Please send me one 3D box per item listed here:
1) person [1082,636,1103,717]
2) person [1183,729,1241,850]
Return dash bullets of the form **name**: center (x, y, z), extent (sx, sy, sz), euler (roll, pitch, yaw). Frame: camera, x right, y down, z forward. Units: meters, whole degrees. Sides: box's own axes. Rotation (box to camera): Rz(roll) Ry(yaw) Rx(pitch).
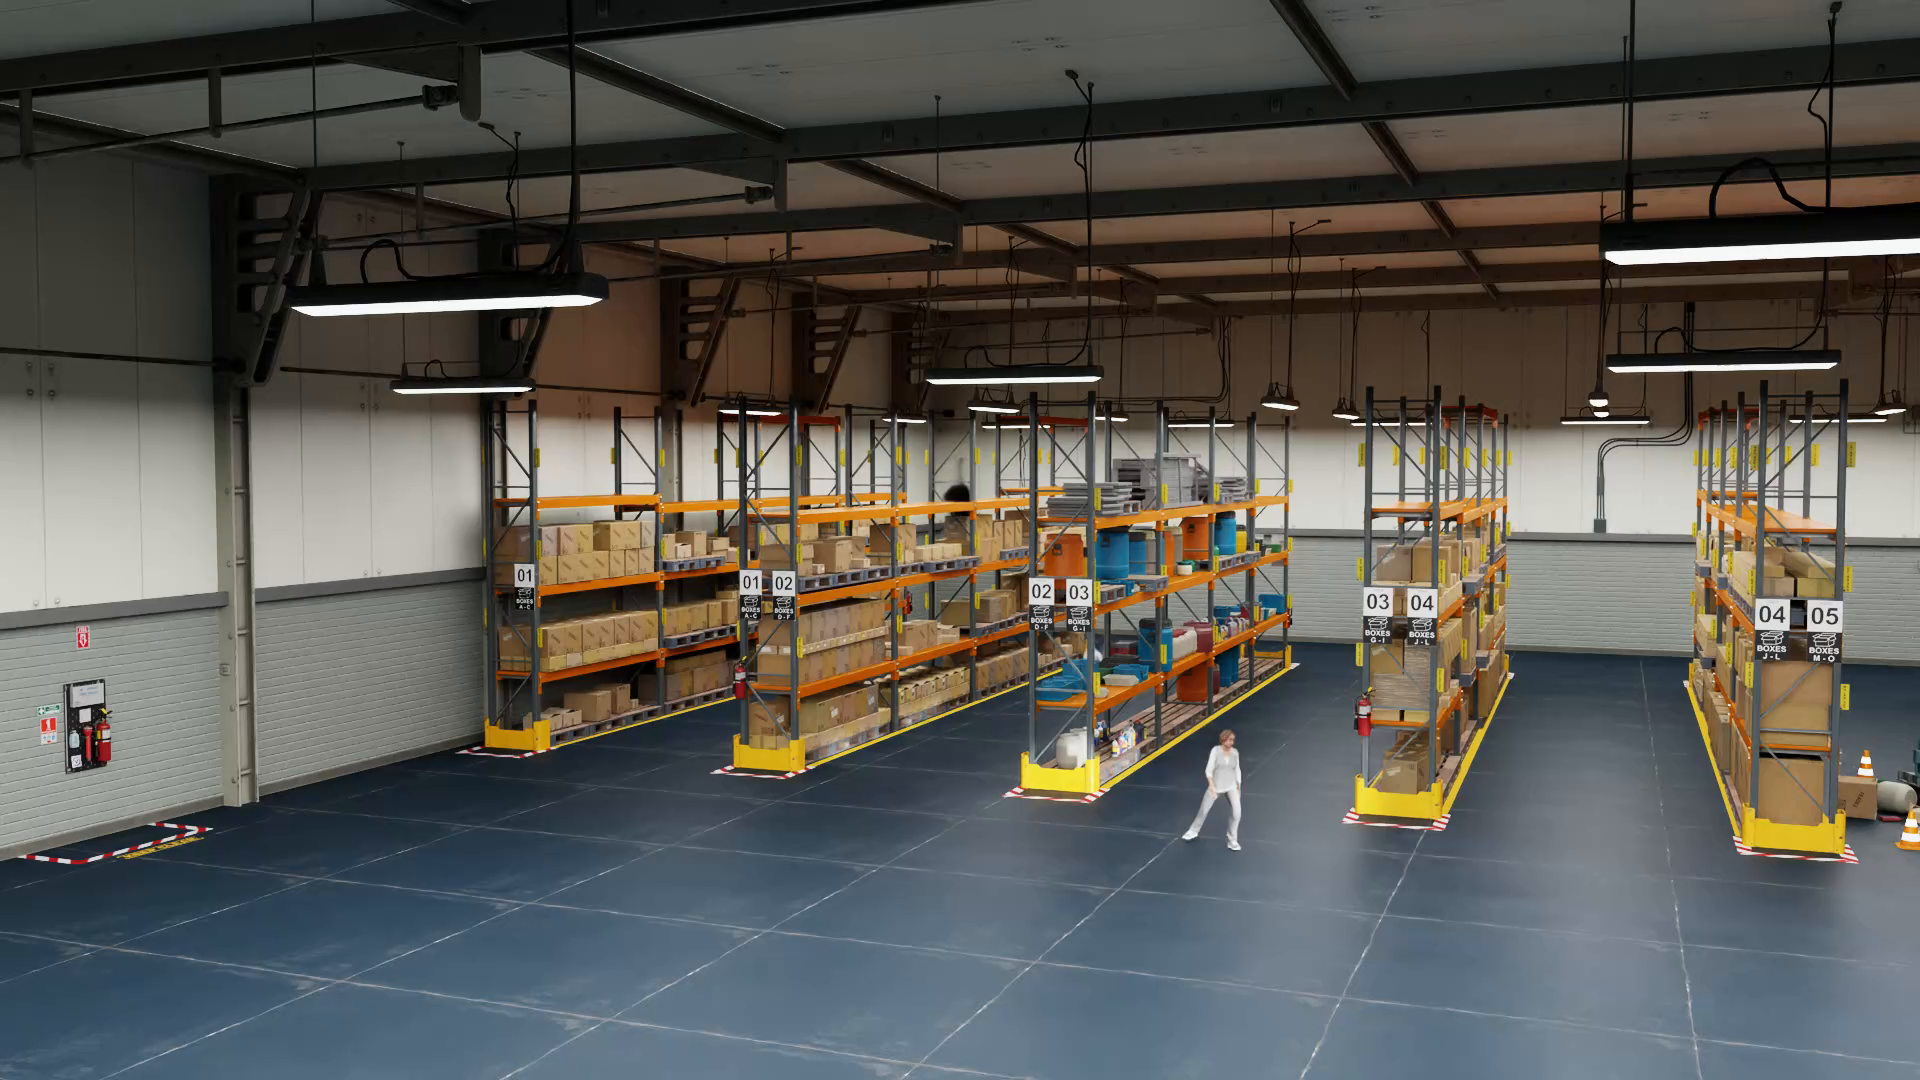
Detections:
- **person**: center (2.529, 2.639, 32.160), extent (0.514, 1.607, 0.654), euler (-3, 4, -43)
- **person**: center (3.247, 3.179, 21.387), extent (0.704, 1.532, 0.659), euler (0, 3, -3)
